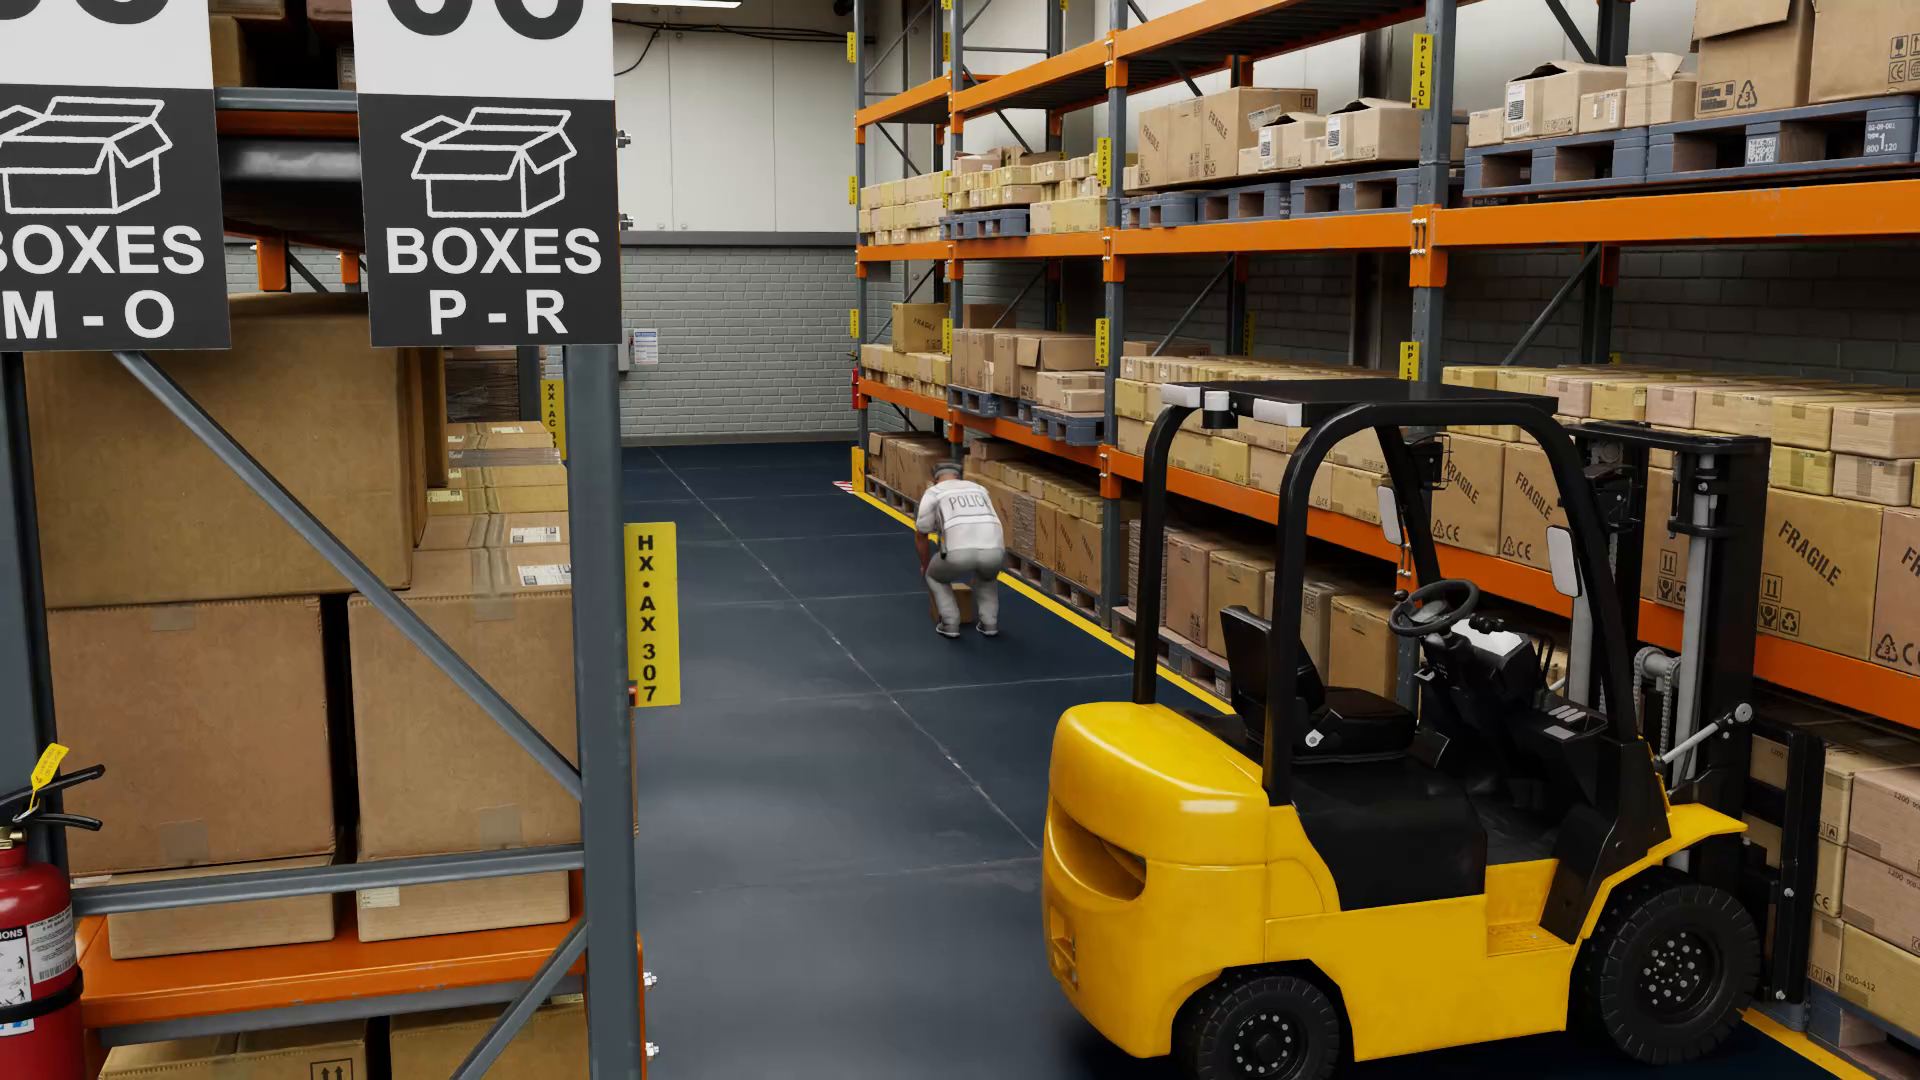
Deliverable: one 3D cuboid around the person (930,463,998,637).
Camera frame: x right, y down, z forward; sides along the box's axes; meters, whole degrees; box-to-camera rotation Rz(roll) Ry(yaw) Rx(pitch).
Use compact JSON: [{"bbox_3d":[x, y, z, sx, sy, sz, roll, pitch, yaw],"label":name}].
[{"bbox_3d":[0.013,0.051,11.851,0.430,1.177,0.720,-2,9,-12],"label":"person"}]
